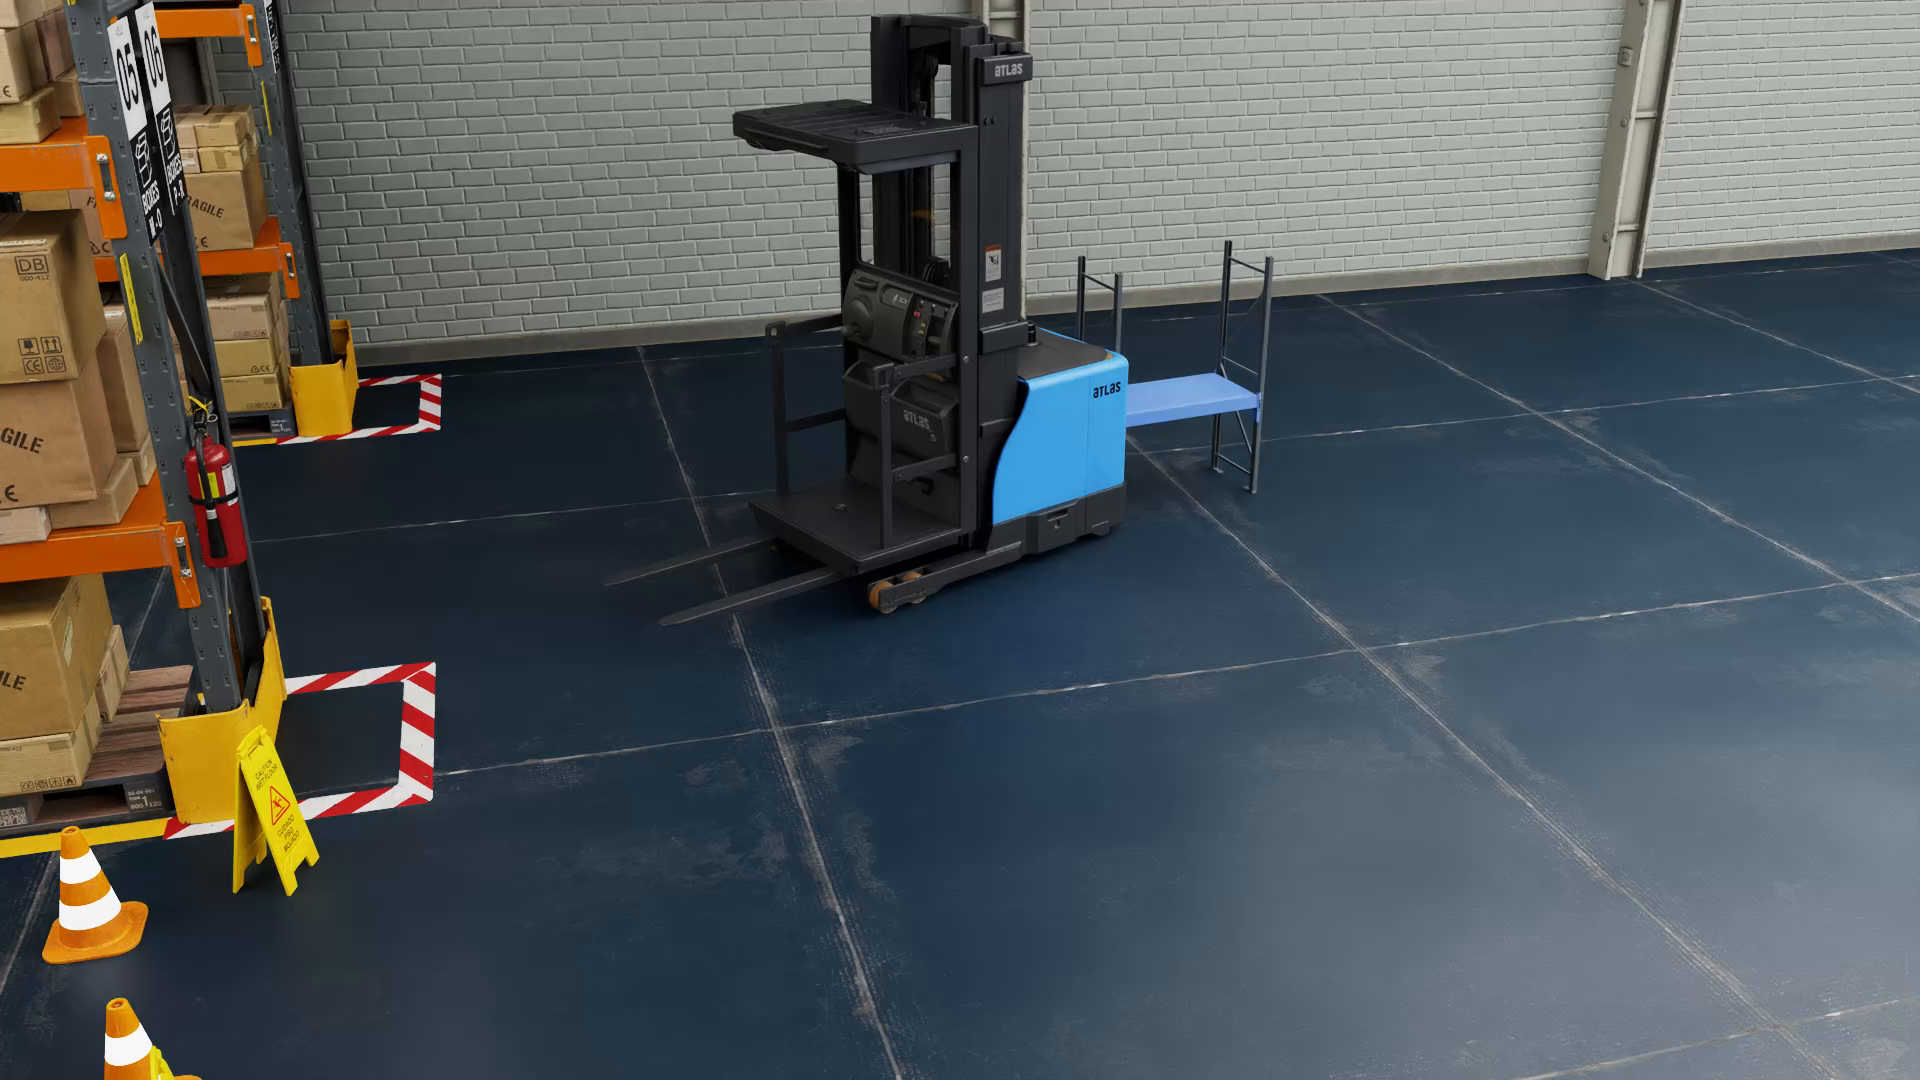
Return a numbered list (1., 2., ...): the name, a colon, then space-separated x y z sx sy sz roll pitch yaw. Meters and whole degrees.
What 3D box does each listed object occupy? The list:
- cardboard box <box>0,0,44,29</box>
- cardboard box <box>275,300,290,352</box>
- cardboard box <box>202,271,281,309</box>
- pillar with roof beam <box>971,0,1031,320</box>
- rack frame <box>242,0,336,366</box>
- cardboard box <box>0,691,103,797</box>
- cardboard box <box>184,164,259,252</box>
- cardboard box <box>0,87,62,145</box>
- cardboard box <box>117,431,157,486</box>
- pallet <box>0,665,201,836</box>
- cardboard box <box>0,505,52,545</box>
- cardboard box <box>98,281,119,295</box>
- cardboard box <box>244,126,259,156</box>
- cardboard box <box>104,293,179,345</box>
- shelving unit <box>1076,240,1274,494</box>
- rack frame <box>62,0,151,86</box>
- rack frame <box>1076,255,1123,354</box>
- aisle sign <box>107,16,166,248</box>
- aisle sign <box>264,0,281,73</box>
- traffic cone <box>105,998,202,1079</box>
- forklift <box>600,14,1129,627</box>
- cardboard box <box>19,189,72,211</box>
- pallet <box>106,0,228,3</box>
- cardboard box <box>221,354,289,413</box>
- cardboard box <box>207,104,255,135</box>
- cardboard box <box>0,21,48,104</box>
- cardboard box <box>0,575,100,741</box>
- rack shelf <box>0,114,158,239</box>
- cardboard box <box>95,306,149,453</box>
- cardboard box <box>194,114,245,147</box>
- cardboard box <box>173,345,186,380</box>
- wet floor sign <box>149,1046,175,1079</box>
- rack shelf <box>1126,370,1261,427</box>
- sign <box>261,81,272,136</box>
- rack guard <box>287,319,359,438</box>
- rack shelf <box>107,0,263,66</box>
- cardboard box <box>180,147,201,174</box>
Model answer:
1. cardboard box: -3.442 -1.908 5.896 0.250 0.149 0.380 -6 24 -14
2. cardboard box: -5.049 -1.499 11.759 0.500 0.250 0.500 -6 24 -13
3. cardboard box: -5.055 -1.720 11.641 0.500 0.250 0.500 -7 24 -15
4. pillar with roof beam: 1.485 -4.340 8.453 0.400 9.000 9.100 -6 24 -14
5. rack frame: -4.541 -2.311 11.331 0.127 3.000 1.000 -6 24 -14
6. cardboard box: -3.925 0.835 6.955 0.500 0.250 0.500 -6 24 -15
7. cardboard box: -4.944 -2.204 10.957 0.500 0.500 0.500 -7 24 -16
8. cardboard box: -3.464 -1.545 6.062 0.250 0.149 0.380 -6 24 -14
9. cardboard box: -3.579 -0.353 7.088 0.250 0.149 0.380 -6 24 -14
10. pallet: -4.061 0.936 7.301 1.213 0.211 1.003 -6 24 -14
11. cardboard box: -3.713 -0.121 6.546 0.250 0.149 0.380 -7 24 -15
12. cardboard box: -6.019 -1.616 11.399 0.500 0.250 0.500 -6 24 -15
13. cardboard box: -4.937 -2.717 11.329 0.250 0.149 0.380 -7 24 -16
14. cardboard box: -5.390 -1.475 11.071 0.500 0.250 0.500 -6 24 -13
15. shelving unit: 1.281 -0.993 10.161 1.048 1.500 0.538 -10 25 -22
16. rack frame: -3.196 -3.183 5.757 0.127 3.000 1.000 -6 24 -14
17. rack frame: 0.816 -0.912 9.974 0.032 1.500 0.500 -10 25 -22
18. aisle sign: -3.058 -1.518 6.186 0.004 0.787 0.394 -6 24 -14
19. aisle sign: -4.398 -3.401 10.575 0.004 0.787 0.394 -6 24 -14
20. traffic cone: -2.635 1.660 5.294 0.334 0.463 0.336 -6 24 -14
21. forklift: -0.489 -1.193 8.812 3.031 2.935 1.130 -18 29 -35
22. cardboard box: -5.939 -2.098 10.709 0.500 0.500 0.500 -7 24 -15
23. pallet: -5.228 -3.583 10.604 1.213 0.211 1.003 -6 24 -14
24. cardboard box: -4.908 -1.070 11.394 0.500 0.250 0.500 -6 24 -14
25. cardboard box: -4.922 -2.837 11.230 0.250 0.149 0.380 -7 24 -15
26. cardboard box: -3.616 -1.716 5.954 0.500 0.250 0.500 -7 24 -15
27. cardboard box: -3.897 0.484 6.822 0.500 0.500 0.500 -6 24 -14
28. rack shelf: -5.122 -1.261 5.994 4.000 0.370 1.077 -6 24 -14
29. cardboard box: -3.727 -0.664 6.989 0.500 0.500 0.500 -7 24 -15
30. cardboard box: -4.829 -2.673 10.849 0.250 0.149 0.380 -6 24 -14
31. cardboard box: -5.411 -1.250 11.179 0.500 0.250 0.500 -7 24 -15
32. wet floor sign: -2.269 1.769 4.809 0.232 0.644 0.267 -11 25 -23
33. rack shelf: 1.281 -0.827 10.232 1.000 0.185 0.538 -10 25 -22
34. sign: -4.407 -2.744 10.572 0.005 0.325 0.100 -6 24 -14
35. rack guard: -4.518 -1.164 11.830 0.348 0.500 1.175 -6 24 -14
36. rack shelf: -6.466 -3.145 10.385 4.000 0.370 1.077 -6 24 -14
37. cardboard box: -5.037 -2.473 10.760 0.250 0.149 0.380 -6 24 -14
